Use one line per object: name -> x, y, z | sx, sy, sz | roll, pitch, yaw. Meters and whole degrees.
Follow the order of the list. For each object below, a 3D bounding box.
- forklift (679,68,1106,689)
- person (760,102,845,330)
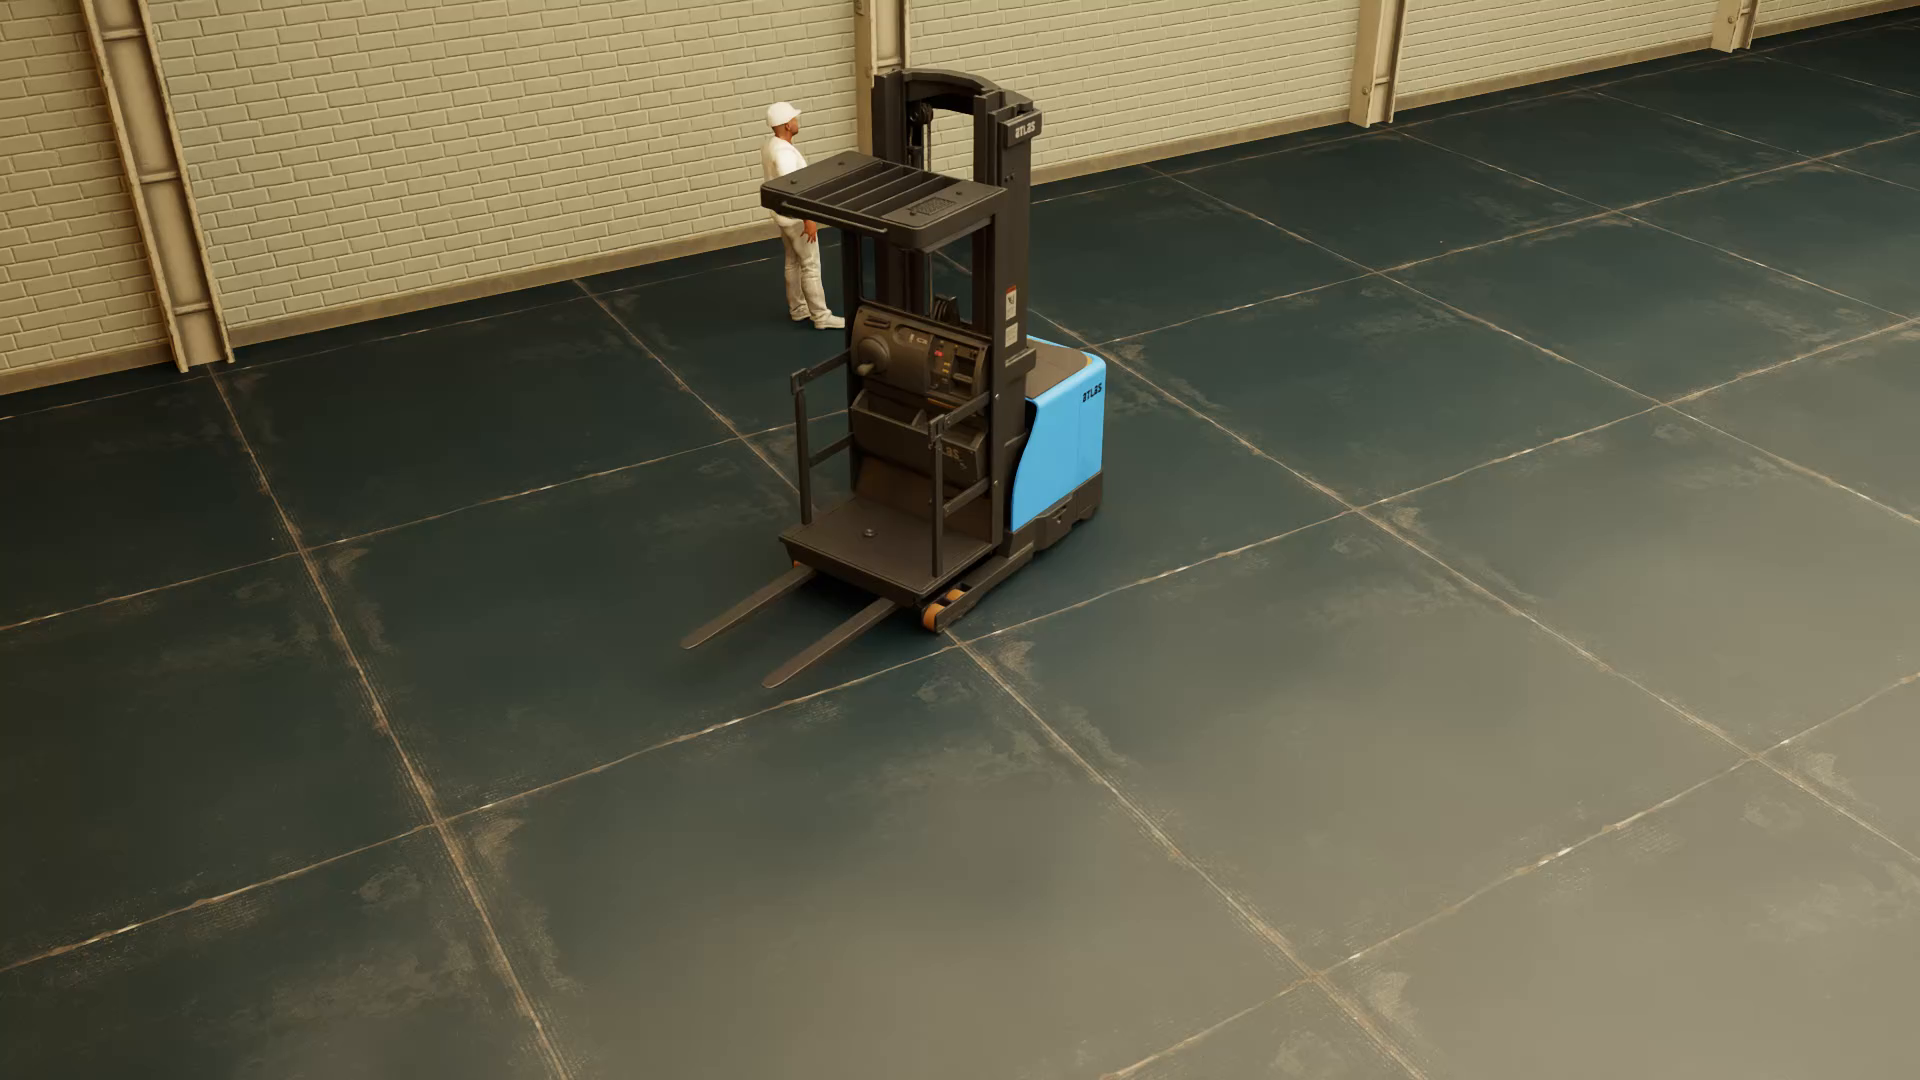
forklift -> -0.365, -1.007, 9.329 | 1.130, 2.935, 3.031 | 21, 37, 31
person -> -1.233, -2.558, 13.038 | 0.579, 1.765, 0.665 | -12, 33, -19
